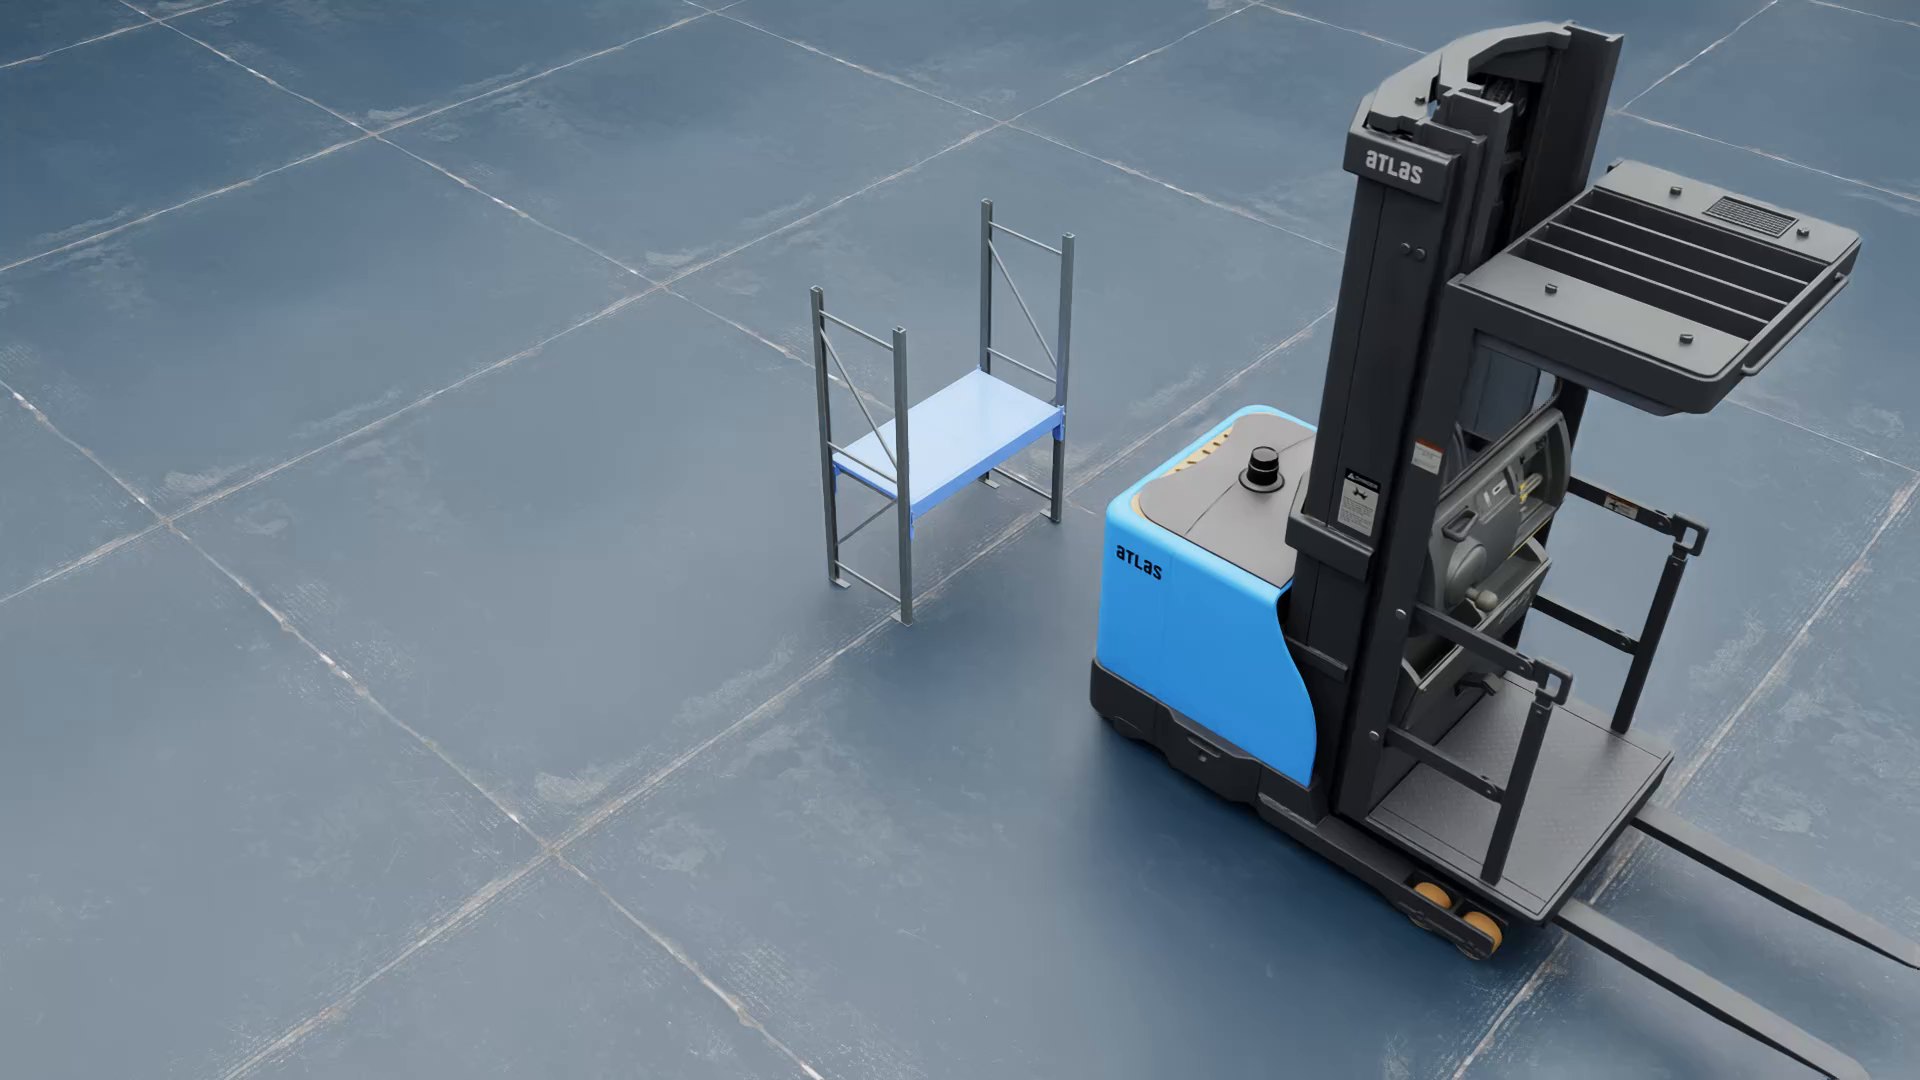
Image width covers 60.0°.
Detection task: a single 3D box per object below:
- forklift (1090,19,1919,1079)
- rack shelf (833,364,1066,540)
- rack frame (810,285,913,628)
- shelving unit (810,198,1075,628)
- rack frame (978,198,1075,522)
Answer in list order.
[{"bbox_3d":[1.956,-0.037,5.442,3.031,2.935,1.130,30,47,32],"label":"forklift"},{"bbox_3d":[-0.058,-0.407,7.346,0.538,0.185,1.000,30,47,32],"label":"rack shelf"},{"bbox_3d":[-0.400,-0.314,6.940,0.500,1.500,0.032,30,47,32],"label":"rack frame"},{"bbox_3d":[-0.058,-0.548,7.234,0.538,1.500,1.048,30,47,32],"label":"shelving unit"},{"bbox_3d":[0.285,-0.781,7.528,0.500,1.500,0.032,30,47,32],"label":"rack frame"}]
